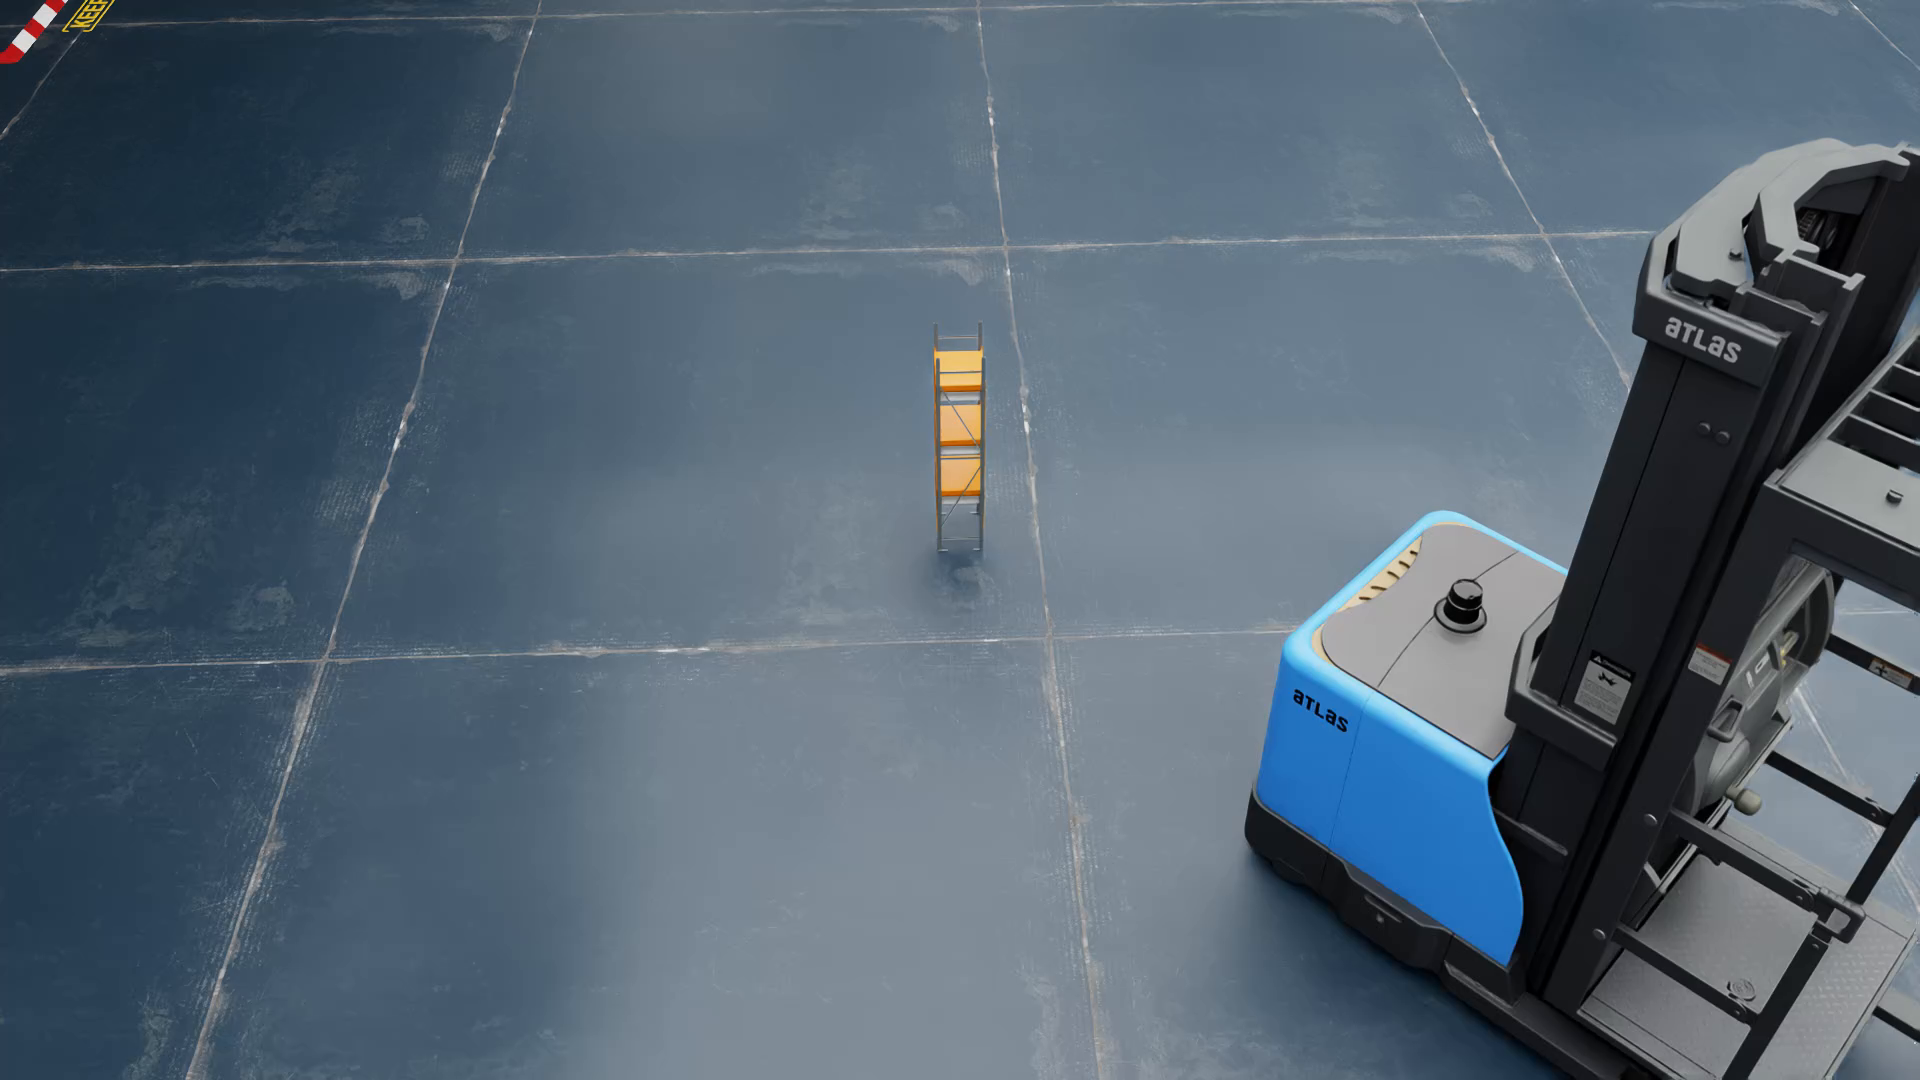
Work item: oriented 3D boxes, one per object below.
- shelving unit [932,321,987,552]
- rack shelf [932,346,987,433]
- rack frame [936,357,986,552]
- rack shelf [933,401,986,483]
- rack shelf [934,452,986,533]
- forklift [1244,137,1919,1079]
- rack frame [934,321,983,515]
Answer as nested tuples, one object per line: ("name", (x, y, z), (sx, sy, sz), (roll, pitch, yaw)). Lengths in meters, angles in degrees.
("shelving unit", (-0.002, -0.423, 7.084), (0.215, 1.050, 0.252), (-2, 43, -2))
("rack shelf", (-0.002, -0.625, 6.900), (0.215, 0.259, 0.240), (-2, 43, -2))
("rack frame", (0.003, -0.341, 6.994), (0.200, 1.050, 0.008), (-2, 43, -2))
("rack shelf", (-0.002, -0.415, 7.092), (0.215, 0.259, 0.240), (-2, 43, -2))
("rack shelf", (-0.002, -0.210, 7.279), (0.215, 0.259, 0.240), (-2, 43, -2))
("forklift", (2.460, 0.502, 4.682), (3.031, 2.935, 1.130), (33, 52, 31))
("rack frame", (-0.007, -0.506, 7.174), (0.200, 1.050, 0.008), (-2, 43, -2))
